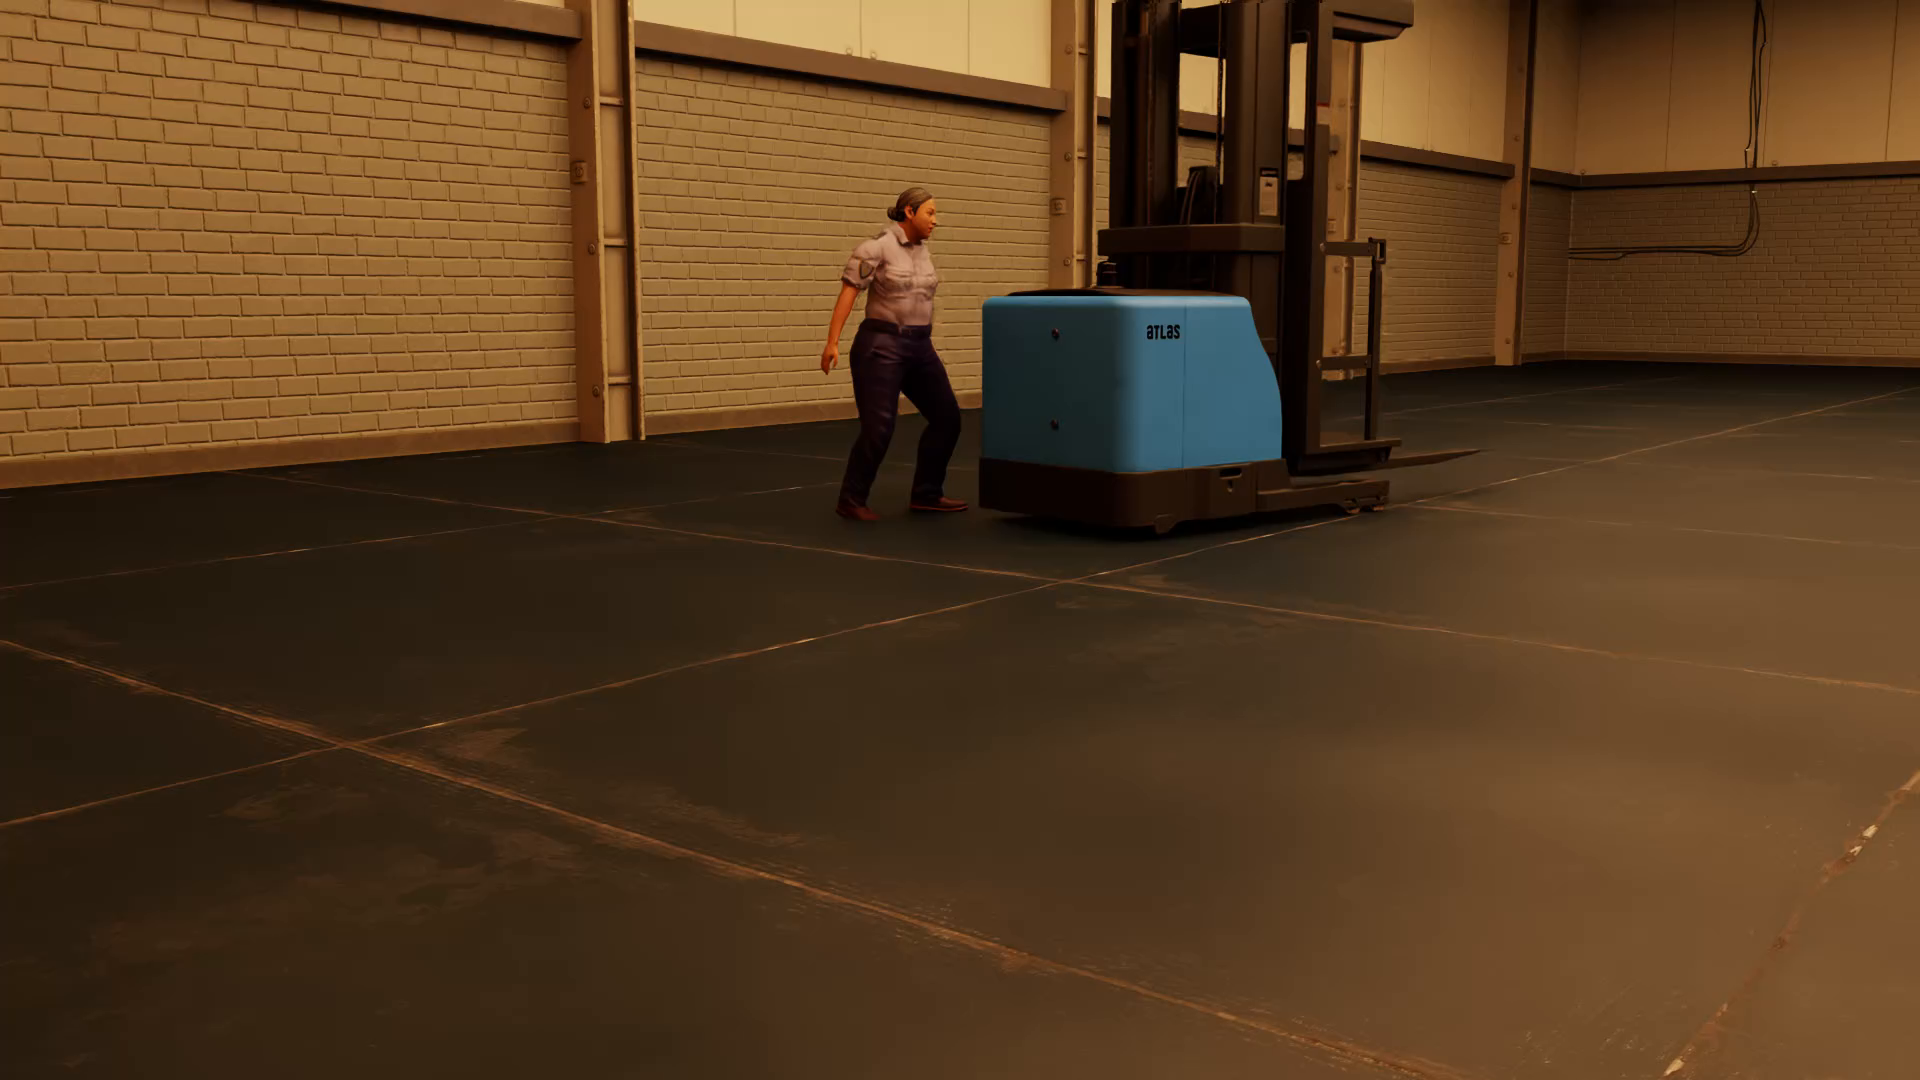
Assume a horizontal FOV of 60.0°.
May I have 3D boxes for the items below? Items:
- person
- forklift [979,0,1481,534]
[{"bbox_3d":[-0.324,-0.892,8.116,0.836,1.629,0.422,-8,12,-44],"label":"person"},{"bbox_3d":[1.542,-1.627,8.402,3.031,2.935,1.130,-7,11,-40],"label":"forklift"}]
